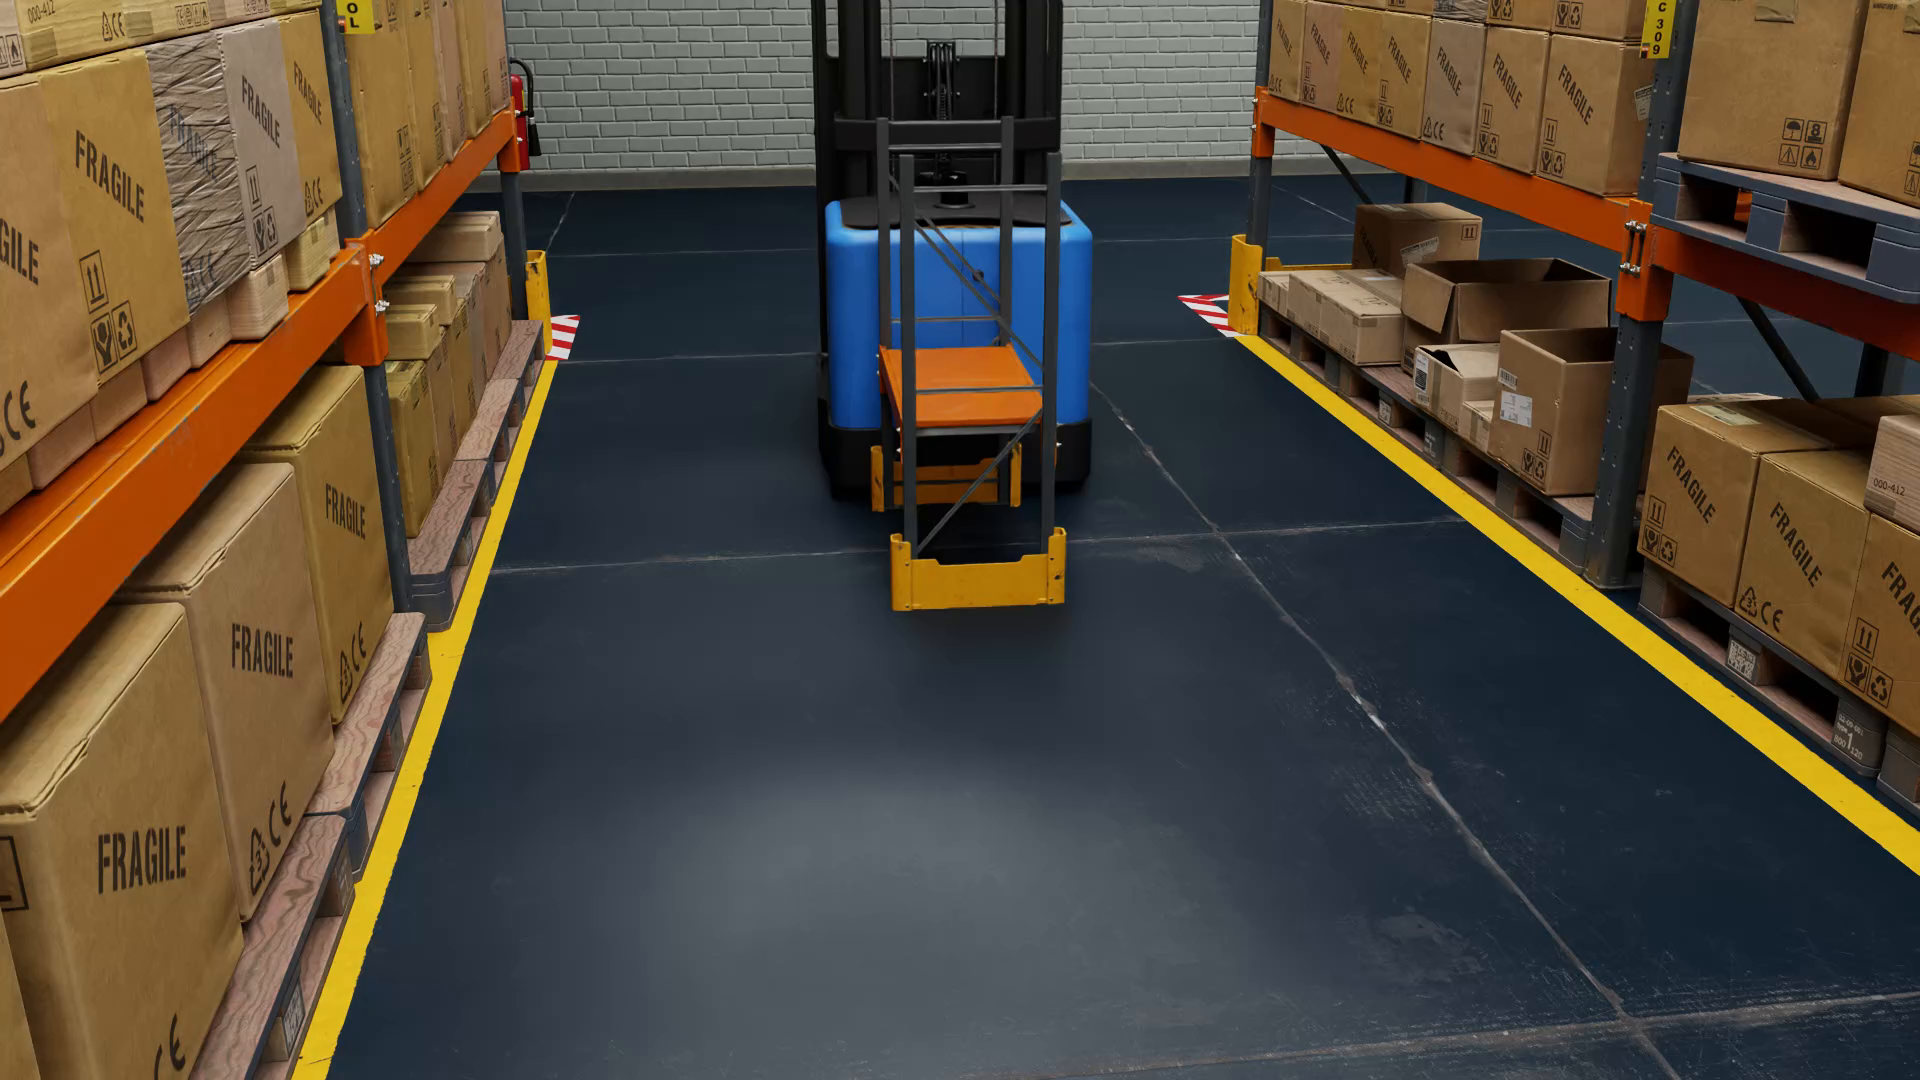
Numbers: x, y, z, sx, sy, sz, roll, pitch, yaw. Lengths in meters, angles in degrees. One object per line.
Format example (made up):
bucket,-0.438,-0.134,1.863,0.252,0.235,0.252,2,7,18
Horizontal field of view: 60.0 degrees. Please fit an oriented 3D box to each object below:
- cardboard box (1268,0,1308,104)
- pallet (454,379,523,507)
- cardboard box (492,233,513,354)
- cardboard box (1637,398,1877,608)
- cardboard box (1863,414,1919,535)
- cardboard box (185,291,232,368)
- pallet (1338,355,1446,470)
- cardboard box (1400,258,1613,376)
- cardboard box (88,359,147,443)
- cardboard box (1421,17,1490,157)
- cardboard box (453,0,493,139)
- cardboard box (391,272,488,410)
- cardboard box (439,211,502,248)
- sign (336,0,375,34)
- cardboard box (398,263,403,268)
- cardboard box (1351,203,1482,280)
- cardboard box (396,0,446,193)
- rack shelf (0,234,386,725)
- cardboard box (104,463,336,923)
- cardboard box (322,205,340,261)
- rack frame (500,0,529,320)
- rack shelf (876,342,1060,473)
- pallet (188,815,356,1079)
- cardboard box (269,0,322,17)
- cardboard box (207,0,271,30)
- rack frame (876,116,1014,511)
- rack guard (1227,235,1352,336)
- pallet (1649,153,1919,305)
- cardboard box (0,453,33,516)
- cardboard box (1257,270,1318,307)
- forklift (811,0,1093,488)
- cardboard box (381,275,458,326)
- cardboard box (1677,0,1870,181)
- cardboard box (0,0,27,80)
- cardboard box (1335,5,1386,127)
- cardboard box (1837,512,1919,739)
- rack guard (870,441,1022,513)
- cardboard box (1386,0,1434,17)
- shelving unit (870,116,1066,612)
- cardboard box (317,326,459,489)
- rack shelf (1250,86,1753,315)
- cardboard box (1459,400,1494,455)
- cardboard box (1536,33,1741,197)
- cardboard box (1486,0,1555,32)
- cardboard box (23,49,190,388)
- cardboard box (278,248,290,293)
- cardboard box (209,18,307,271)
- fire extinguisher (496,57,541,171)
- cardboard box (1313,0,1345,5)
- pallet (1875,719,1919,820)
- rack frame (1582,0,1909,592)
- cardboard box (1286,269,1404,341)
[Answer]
cardboard box,1.918,-2.537,8.577,0.500,0.500,0.500,-2,21,-7
pallet,-2.421,-0.405,6.998,1.003,0.211,1.213,-3,21,-8
cardboard box,-2.587,-1.194,8.098,0.700,0.500,0.500,-3,21,-8
cardboard box,2.520,-0.127,5.213,0.500,0.500,0.500,-4,21,-10
cardboard box,2.664,-0.132,4.155,0.500,0.250,0.500,-3,21,-8
cardboard box,-1.763,-0.455,3.477,0.380,0.149,0.250,-3,21,-8
pallet,2.414,-0.626,7.592,1.003,0.211,1.213,-3,21,-8
cardboard box,2.416,-0.959,7.435,0.797,0.503,0.637,-3,21,-8
cardboard box,-1.714,-0.275,2.995,0.380,0.149,0.250,-2,21,-6
cardboard box,2.214,-1.835,6.699,0.500,0.500,0.500,-2,21,-7
cardboard box,-2.587,-2.119,7.173,0.980,0.700,0.700,-3,21,-8
cardboard box,-2.441,-0.847,7.168,0.700,0.500,0.500,-4,21,-10
cardboard box,-2.388,-1.462,7.890,0.380,0.149,0.250,-3,21,-8
sign,-1.674,-1.557,4.555,0.100,0.325,0.005,-3,21,-8
cardboard box,-2.693,-1.269,7.372,0.380,0.149,0.250,-3,21,-7
cardboard box,2.437,-1.516,8.932,0.500,0.500,0.500,-3,21,-8
cardboard box,-2.372,-1.603,5.791,0.980,0.700,0.700,-3,21,-9
rack shelf,-1.922,0.009,2.933,1.077,0.370,4.000,-3,21,-8
cardboard box,-1.856,0.316,3.556,0.750,0.750,0.750,-2,21,-6
cardboard box,-1.881,-0.809,4.427,0.380,0.149,0.250,-3,21,-7
rack frame,-2.786,-2.405,8.370,1.000,3.000,0.127,-3,21,-8
rack shelf,0.005,-0.488,5.894,0.538,0.185,1.000,-2,21,-6
pallet,-1.845,0.972,3.311,1.003,0.211,1.213,-3,21,-8
cardboard box,-1.889,-1.419,4.059,0.500,0.250,0.500,-2,21,-6
cardboard box,-1.825,-1.241,3.584,0.500,0.250,0.500,-2,21,-7
rack frame,-0.054,-0.833,6.304,0.500,1.500,0.032,-2,21,-6
rack guard,2.126,-1.459,9.409,1.175,0.500,0.348,-3,21,-8
pallet,2.699,-0.900,4.612,1.003,0.211,1.213,-3,21,-8
cardboard box,-1.665,-0.097,2.519,0.380,0.149,0.250,-3,21,-7
cardboard box,1.835,-1.365,9.029,0.380,0.149,0.250,-3,21,-8
forklift,-0.121,-2.052,7.520,1.130,2.935,3.031,-2,21,-5
cardboard box,-2.160,-0.923,6.445,0.380,0.149,0.250,-4,21,-9
cardboard box,2.538,-1.340,4.774,0.700,0.500,0.500,-10,23,-26
cardboard box,-1.598,-0.712,2.166,0.500,0.250,0.500,-3,21,-7
cardboard box,2.067,-2.184,7.634,0.500,0.500,0.500,-3,21,-8
cardboard box,2.673,0.231,4.256,0.500,0.500,0.500,-3,21,-7
rack guard,-0.054,-0.247,6.521,0.587,0.250,0.087,-2,21,-6
cardboard box,2.142,-2.475,6.984,0.500,0.500,0.500,-3,21,-8
shelving unit,0.003,-0.660,5.839,0.587,1.500,1.083,-2,21,-6
cardboard box,-2.285,-0.484,6.199,0.700,0.500,0.500,-3,21,-8
rack shelf,2.403,-1.627,7.314,1.077,0.370,4.000,-3,21,-8
cardboard box,2.215,-0.452,6.585,0.380,0.149,0.250,-3,21,-8
cardboard box,2.366,-1.479,5.745,0.500,0.500,0.500,-3,21,-7
cardboard box,2.286,-2.126,6.050,0.500,0.500,0.500,-3,21,-9
cardboard box,-1.670,-0.546,2.794,0.500,0.500,0.500,-2,21,-6
cardboard box,-1.829,-0.631,3.950,0.380,0.149,0.250,-2,21,-6
cardboard box,-1.811,-0.893,3.723,0.500,0.500,0.500,-3,21,-7
fire extinguisher,-2.352,-2.270,8.650,0.296,0.674,0.183,-3,21,-8
cardboard box,2.001,-2.824,7.919,0.500,0.500,0.500,-3,21,-7
pallet,3.025,0.738,3.939,1.003,0.211,1.213,-3,21,-8
rack frame,2.692,-1.272,5.334,1.000,3.000,0.127,-3,21,-8
cardboard box,1.985,-1.199,8.440,0.500,0.250,0.500,-3,21,-8
